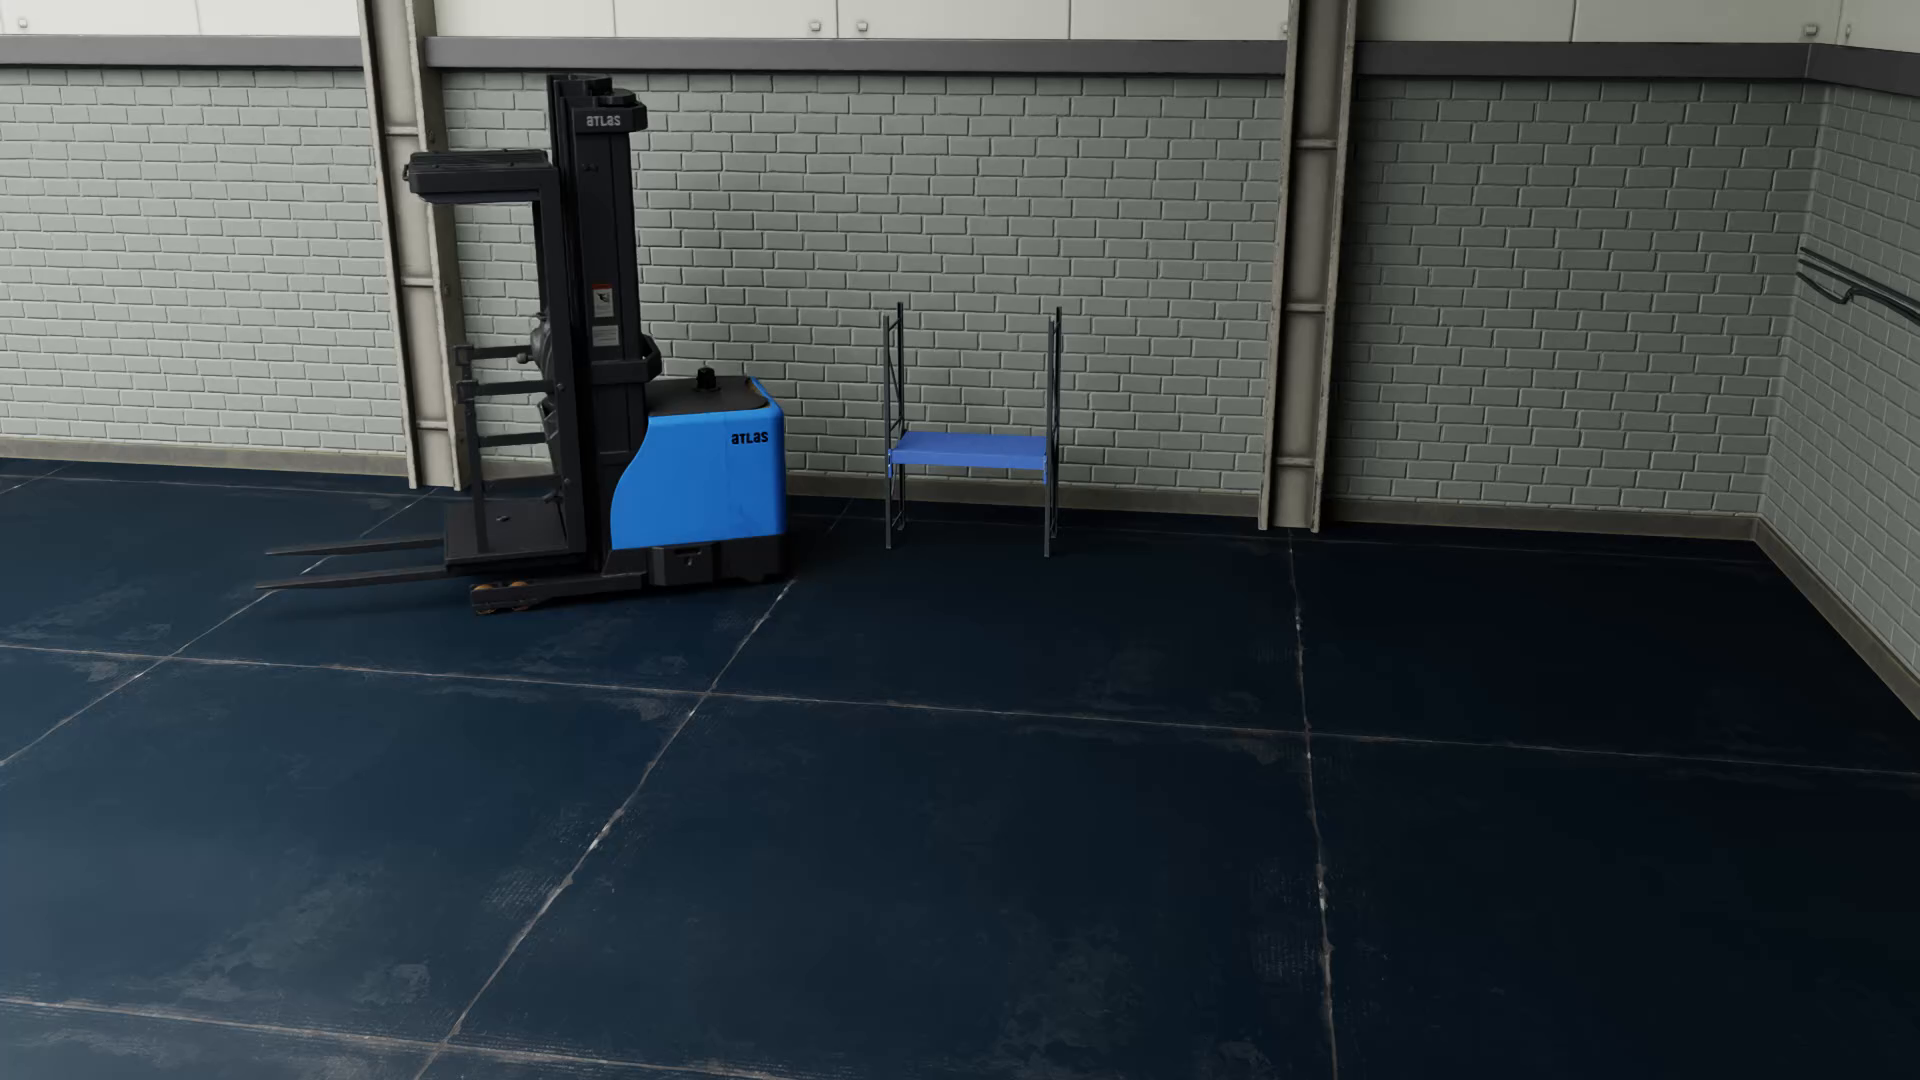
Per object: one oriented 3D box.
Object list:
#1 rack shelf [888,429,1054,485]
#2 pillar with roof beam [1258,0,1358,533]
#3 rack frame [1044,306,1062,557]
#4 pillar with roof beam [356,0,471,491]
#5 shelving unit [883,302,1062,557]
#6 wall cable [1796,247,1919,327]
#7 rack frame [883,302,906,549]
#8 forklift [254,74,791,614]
[{"bbox_3d":[0.084,-0.536,10.609,1.000,0.185,0.538,3,19,9],"label":"rack shelf"},{"bbox_3d":[1.515,-3.026,5.666,0.400,9.000,9.100,3,19,9],"label":"pillar with roof beam"},{"bbox_3d":[0.586,-0.681,10.476,0.032,1.500,0.500,3,19,9],"label":"rack frame"},{"bbox_3d":[-4.409,-3.328,6.568,0.400,9.000,9.100,3,19,9],"label":"pillar with roof beam"},{"bbox_3d":[0.084,-0.707,10.552,1.048,1.500,0.538,3,19,9],"label":"shelving unit"},{"bbox_3d":[4.897,-2.340,8.508,0.112,2.526,3.097,3,19,9],"label":"wall cable"},{"bbox_3d":[-0.418,-0.733,10.629,0.032,1.500,0.500,3,19,9],"label":"rack frame"},{"bbox_3d":[-2.598,-1.152,9.626,3.031,2.935,1.130,-5,19,-16],"label":"forklift"}]
